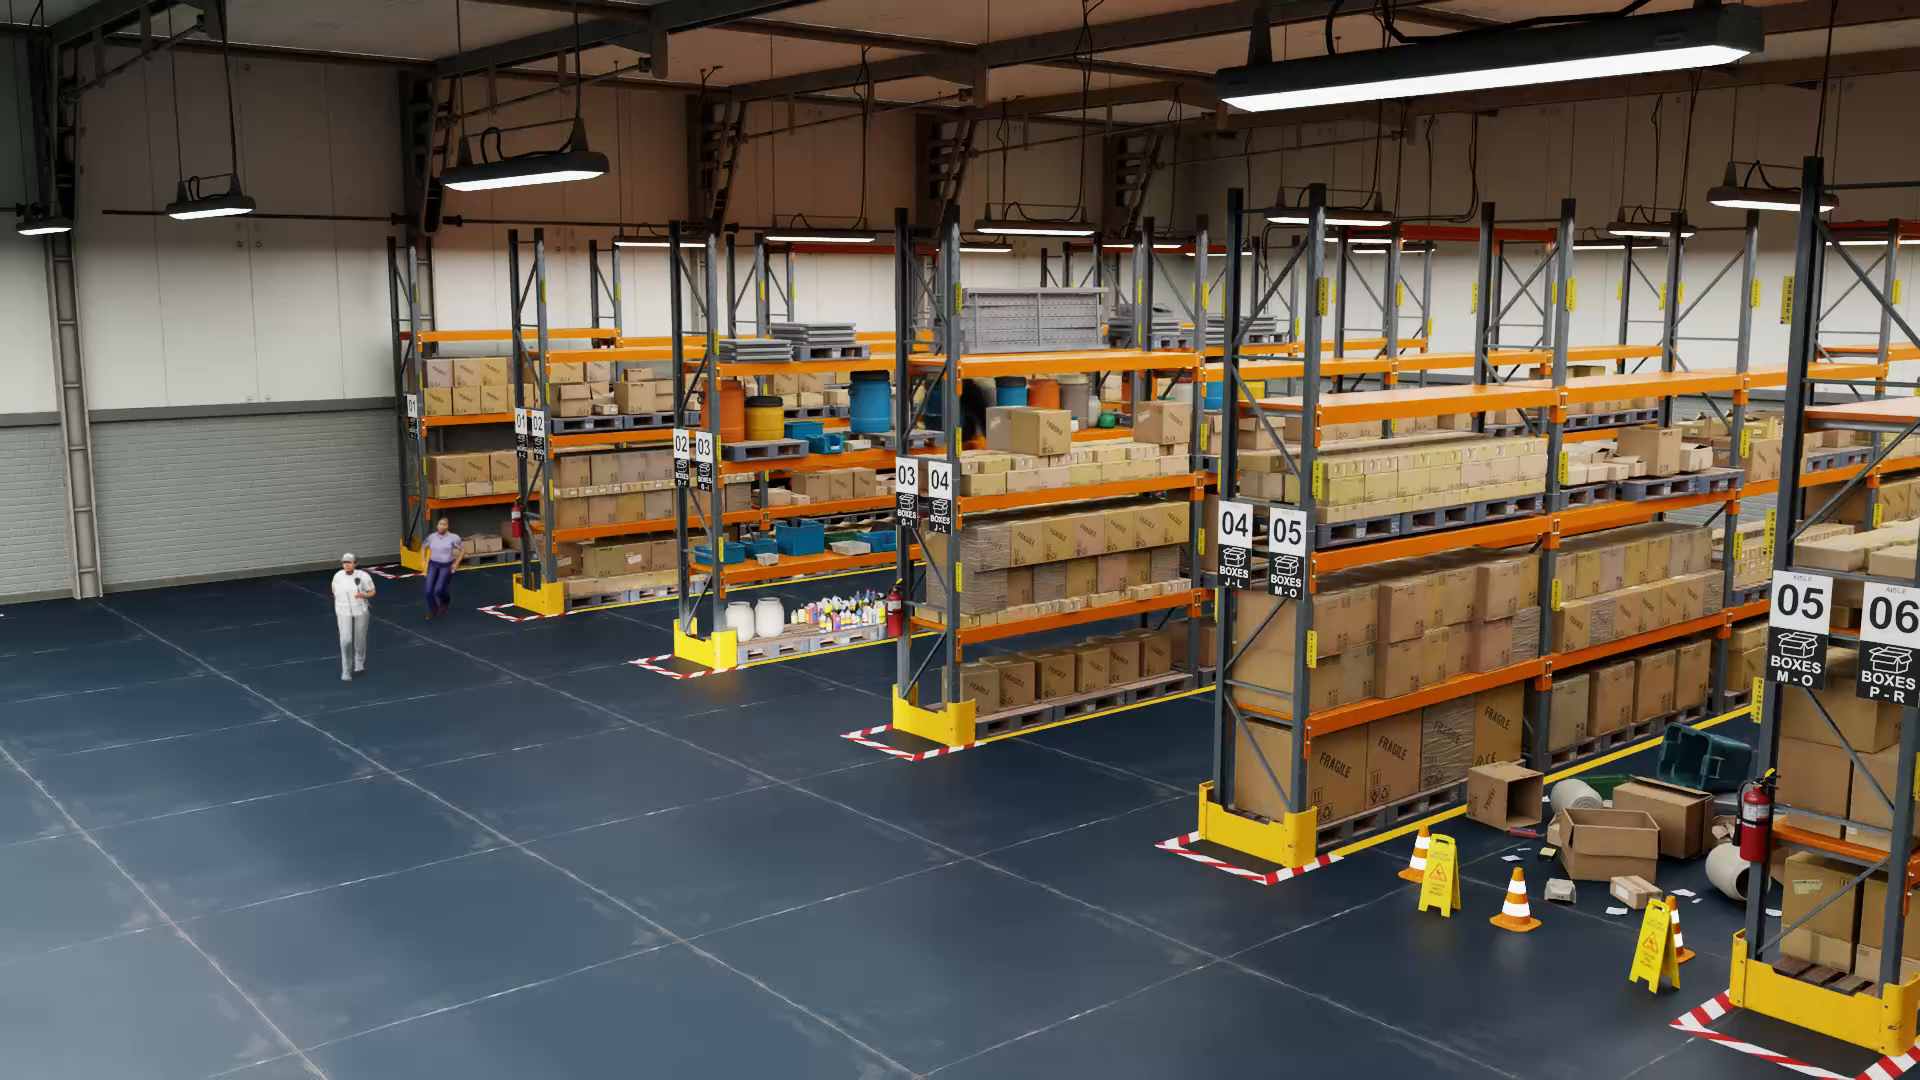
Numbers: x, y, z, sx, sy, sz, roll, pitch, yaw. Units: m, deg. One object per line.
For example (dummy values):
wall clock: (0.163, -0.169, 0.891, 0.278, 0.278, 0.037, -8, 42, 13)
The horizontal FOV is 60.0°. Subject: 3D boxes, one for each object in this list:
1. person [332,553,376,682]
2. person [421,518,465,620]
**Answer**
person: (-7.971, 1.018, 21.897, 0.572, 1.729, 0.717, -2, 9, -14)
person: (-8.033, 0.461, 25.753, 0.660, 1.587, 0.513, 1, 9, 4)
